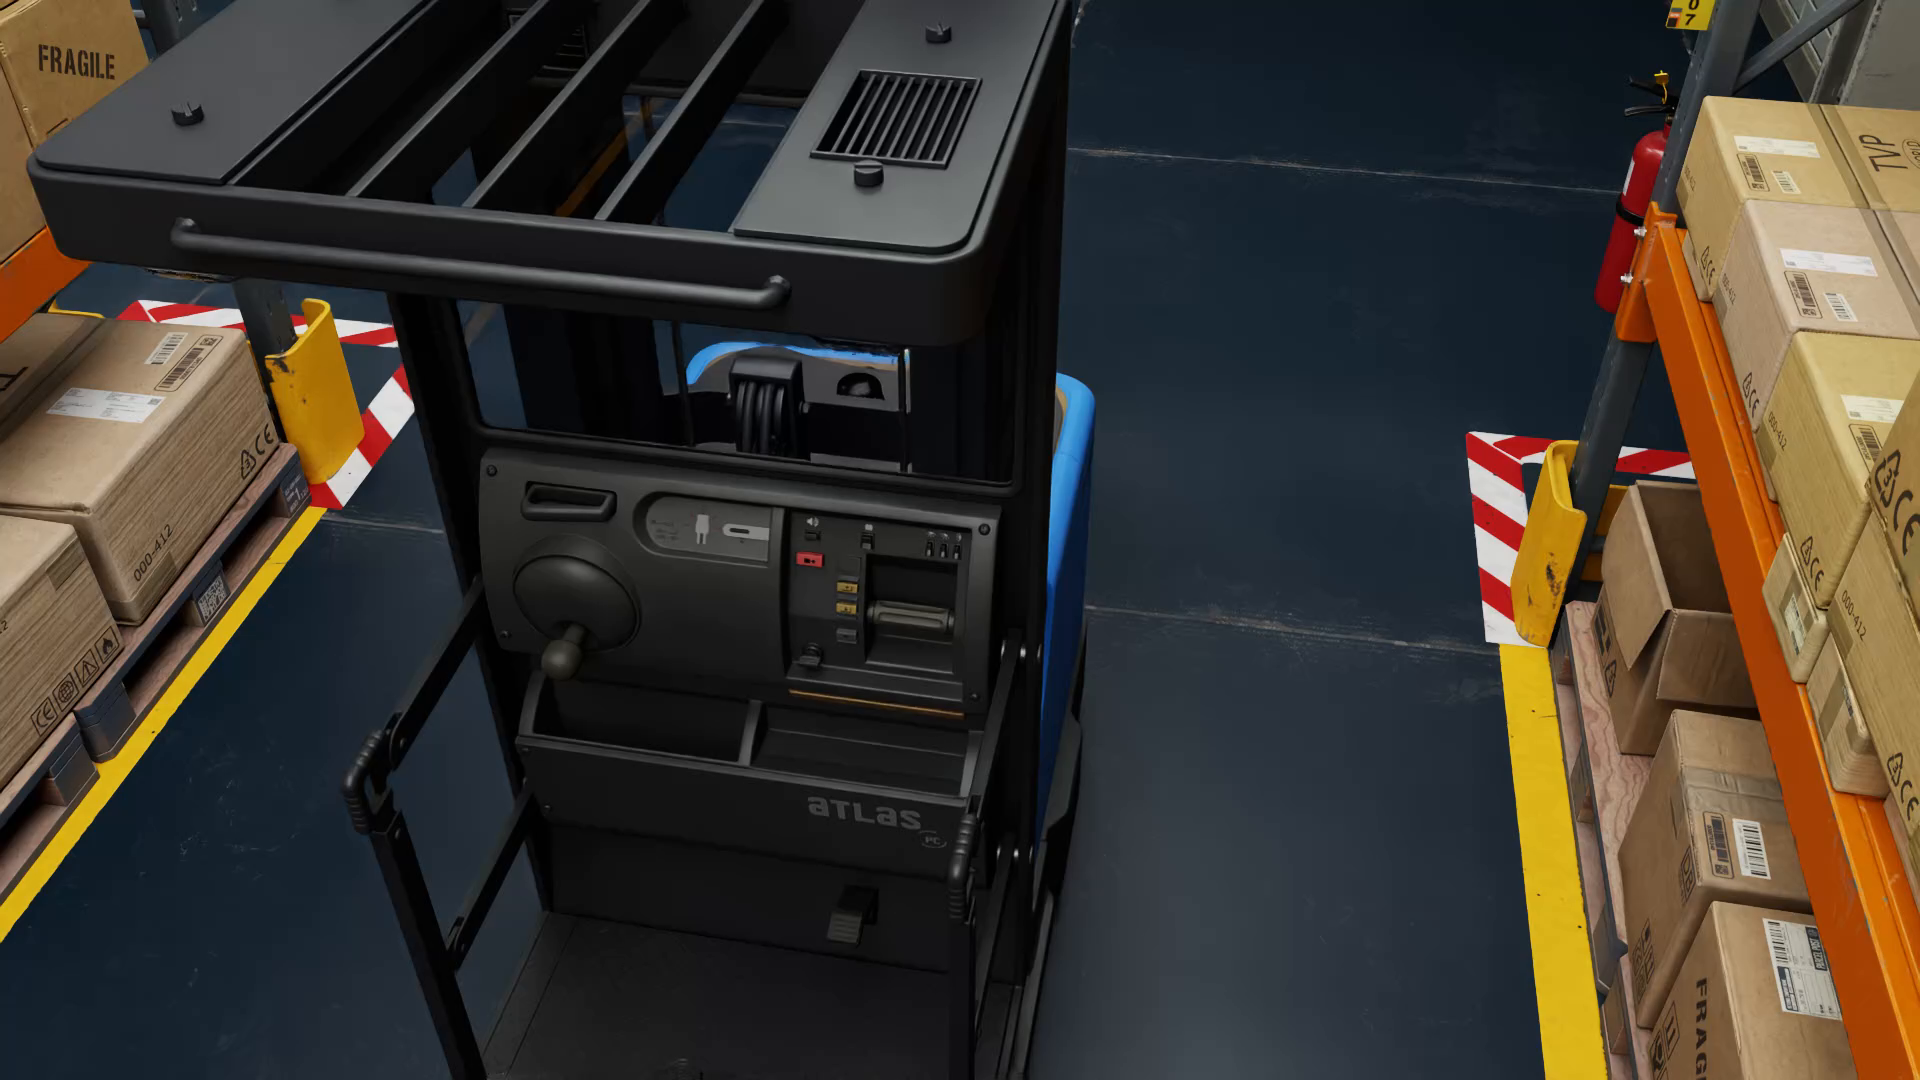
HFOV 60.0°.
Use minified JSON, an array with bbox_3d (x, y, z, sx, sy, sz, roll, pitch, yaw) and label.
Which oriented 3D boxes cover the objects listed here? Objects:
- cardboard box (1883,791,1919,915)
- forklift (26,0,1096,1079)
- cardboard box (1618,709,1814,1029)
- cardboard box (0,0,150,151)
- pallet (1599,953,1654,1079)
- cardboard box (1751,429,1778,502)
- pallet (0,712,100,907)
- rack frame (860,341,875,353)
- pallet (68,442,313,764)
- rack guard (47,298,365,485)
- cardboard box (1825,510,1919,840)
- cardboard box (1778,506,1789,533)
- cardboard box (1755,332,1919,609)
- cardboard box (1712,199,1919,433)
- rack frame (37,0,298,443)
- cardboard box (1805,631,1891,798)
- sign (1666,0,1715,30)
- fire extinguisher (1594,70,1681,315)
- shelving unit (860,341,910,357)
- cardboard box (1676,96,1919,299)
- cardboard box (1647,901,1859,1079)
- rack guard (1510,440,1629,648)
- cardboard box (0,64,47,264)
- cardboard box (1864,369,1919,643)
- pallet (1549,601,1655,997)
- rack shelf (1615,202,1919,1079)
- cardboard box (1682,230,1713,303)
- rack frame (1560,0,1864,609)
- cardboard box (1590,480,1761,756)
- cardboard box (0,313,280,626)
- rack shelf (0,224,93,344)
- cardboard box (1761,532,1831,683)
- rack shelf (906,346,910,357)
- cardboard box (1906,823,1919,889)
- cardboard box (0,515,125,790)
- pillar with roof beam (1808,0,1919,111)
[{"bbox_3d":[1.655,0.471,2.524,0.380,0.149,0.250,6,40,8],"label":"cardboard box"},{"bbox_3d":[-0.434,0.160,2.757,1.130,2.935,3.031,7,40,8],"label":"forklift"},{"bbox_3d":[1.871,0.765,3.603,0.700,0.500,0.500,8,40,9],"label":"cardboard box"},{"bbox_3d":[-2.456,-1.194,4.261,0.500,0.500,0.500,7,40,8],"label":"cardboard box"},{"bbox_3d":[1.893,1.444,3.338,1.003,0.211,1.213,6,40,8],"label":"pallet"},{"bbox_3d":[1.815,-0.184,3.315,0.380,0.149,0.250,8,40,9],"label":"cardboard box"},{"bbox_3d":[-2.908,0.862,4.042,1.003,0.211,1.213,6,40,8],"label":"pallet"},{"bbox_3d":[-0.064,-0.344,4.489,0.400,1.500,0.023,6,40,8],"label":"rack frame"},{"bbox_3d":[-2.694,0.098,4.966,1.003,0.211,1.213,6,40,8],"label":"pallet"},{"bbox_3d":[-2.629,-0.539,5.509,1.175,0.500,0.348,6,40,8],"label":"rack guard"},{"bbox_3d":[1.673,0.214,2.521,0.500,0.250,0.500,5,40,7],"label":"cardboard box"},{"bbox_3d":[1.775,-0.016,3.113,0.380,0.149,0.250,7,40,8],"label":"cardboard box"},{"bbox_3d":[1.741,-0.109,2.912,0.500,0.250,0.500,6,40,7],"label":"cardboard box"},{"bbox_3d":[1.825,-0.427,3.297,0.500,0.250,0.500,7,40,8],"label":"cardboard box"},{"bbox_3d":[-2.633,-1.487,4.694,1.000,3.000,0.127,6,40,8],"label":"rack frame"},{"bbox_3d":[1.632,0.301,2.729,0.380,0.149,0.250,7,40,9],"label":"cardboard box"},{"bbox_3d":[1.722,-1.335,3.832,0.100,0.325,0.005,6,40,8],"label":"sign"},{"bbox_3d":[1.827,-0.912,4.352,0.296,0.674,0.183,6,40,8],"label":"fire extinguisher"},{"bbox_3d":[-0.001,-0.574,4.767,0.431,1.500,0.755,6,40,8],"label":"shelving unit"},{"bbox_3d":[1.912,-0.744,3.680,0.500,0.250,0.500,7,40,8],"label":"cardboard box"},{"bbox_3d":[1.681,1.086,3.215,0.500,0.500,0.500,7,40,8],"label":"cardboard box"},{"bbox_3d":[2.243,0.069,4.774,1.175,0.500,0.348,6,40,8],"label":"rack guard"},{"bbox_3d":[-2.558,-0.880,3.882,0.500,0.500,0.500,6,40,7],"label":"cardboard box"},{"bbox_3d":[1.653,-0.091,2.302,0.500,0.500,0.500,7,40,9],"label":"cardboard box"},{"bbox_3d":[2.106,0.681,4.261,1.003,0.211,1.213,6,40,8],"label":"pallet"},{"bbox_3d":[1.910,0.590,2.746,1.077,0.370,4.000,6,40,8],"label":"rack shelf"},{"bbox_3d":[1.929,-0.669,3.902,0.380,0.149,0.250,6,40,7],"label":"cardboard box"},{"bbox_3d":[2.256,-0.942,4.035,1.000,3.000,0.127,6,40,8],"label":"rack frame"},{"bbox_3d":[2.057,0.232,4.245,0.797,0.503,0.637,5,40,6],"label":"cardboard box"},{"bbox_3d":[-2.649,-0.236,4.863,0.875,0.438,0.875,5,40,6],"label":"cardboard box"},{"bbox_3d":[-2.979,0.045,3.406,1.077,0.370,4.000,6,40,8],"label":"rack shelf"},{"bbox_3d":[1.657,0.134,2.931,0.380,0.149,0.250,5,40,6],"label":"cardboard box"},{"bbox_3d":[-0.001,-0.323,4.975,0.431,0.370,0.720,6,40,8],"label":"rack shelf"},{"bbox_3d":[1.583,0.537,2.130,0.500,0.250,0.500,6,40,7],"label":"cardboard box"},{"bbox_3d":[-2.799,0.339,4.167,0.875,0.438,0.875,7,40,9],"label":"cardboard box"},{"bbox_3d":[-0.629,-5.322,4.624,9.100,9.000,0.400,6,40,8],"label":"pillar with roof beam"}]
